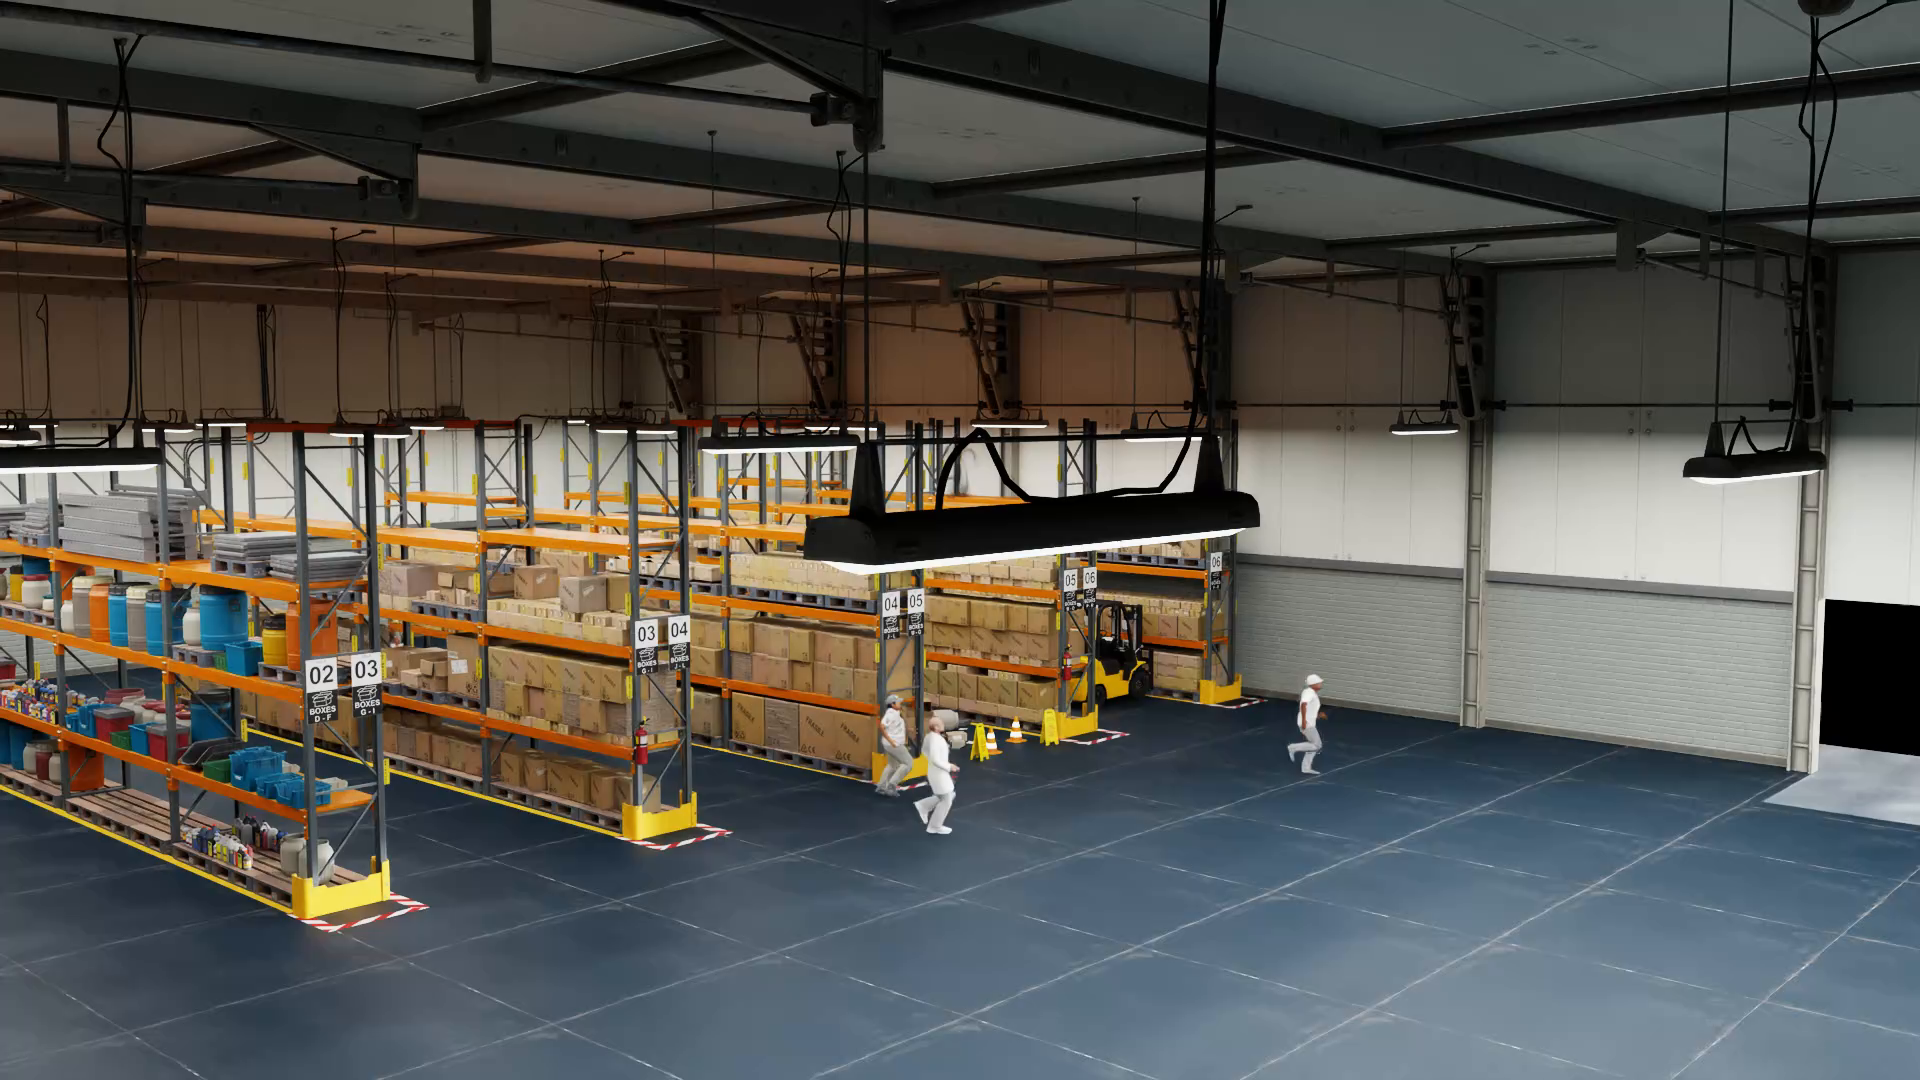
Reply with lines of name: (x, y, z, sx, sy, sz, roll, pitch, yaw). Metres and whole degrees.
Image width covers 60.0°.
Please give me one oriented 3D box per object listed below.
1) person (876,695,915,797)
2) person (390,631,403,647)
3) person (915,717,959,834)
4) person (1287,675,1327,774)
person: (-1.038, 3.314, 26.827, 0.649, 1.650, 0.587, -1, 5, -7)
person: (-11.629, 2.710, 34.230, 0.715, 1.708, 0.616, 3, 6, 37)
person: (-0.342, 3.470, 24.524, 0.637, 1.735, 0.711, -1, 5, -8)
person: (5.959, 3.165, 28.509, 0.687, 1.714, 0.744, 1, 5, 7)
